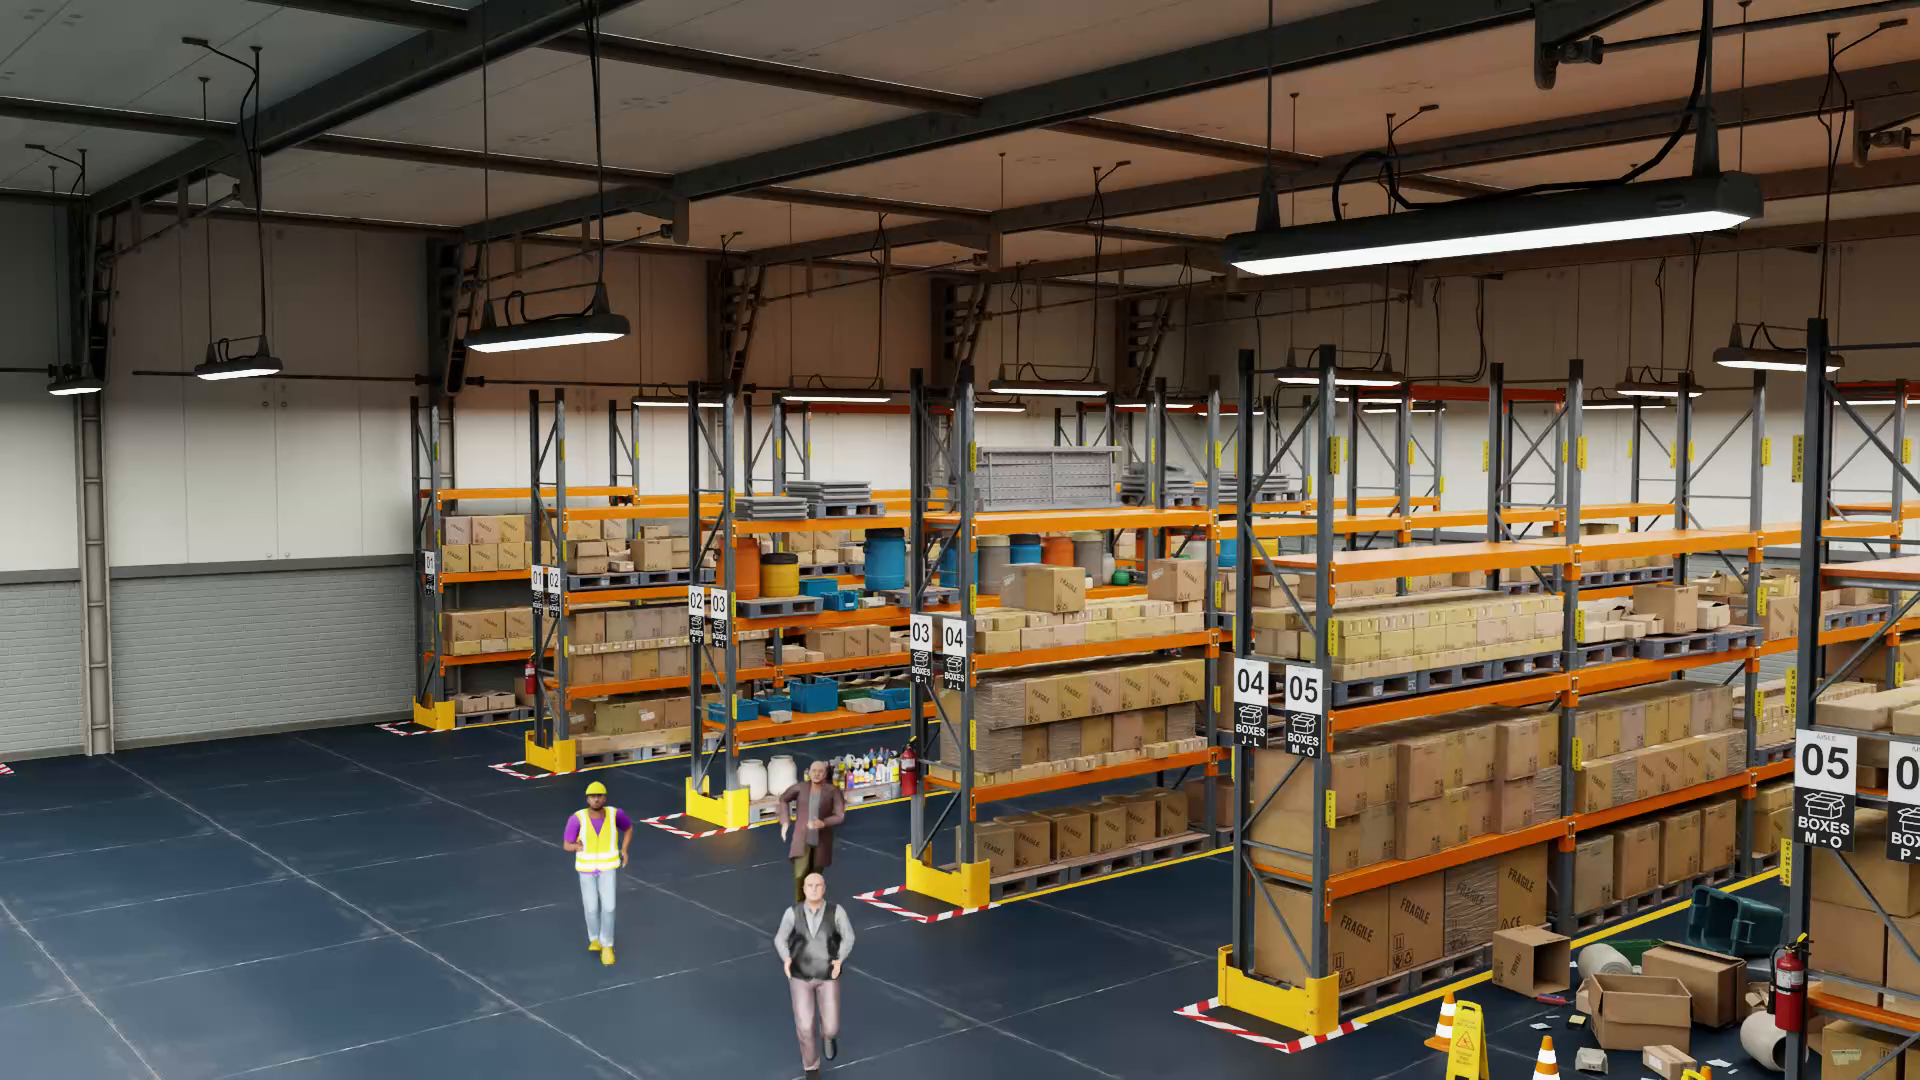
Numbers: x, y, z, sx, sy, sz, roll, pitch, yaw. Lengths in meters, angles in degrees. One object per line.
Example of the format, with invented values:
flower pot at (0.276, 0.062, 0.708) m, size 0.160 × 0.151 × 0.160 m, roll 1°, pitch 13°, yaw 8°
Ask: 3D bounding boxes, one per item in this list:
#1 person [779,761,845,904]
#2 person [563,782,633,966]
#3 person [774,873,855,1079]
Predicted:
person at (-1.582, 3.241, 17.844) m, size 0.700 × 1.743 × 0.635 m, roll 0°, pitch 3°, yaw -8°
person at (-3.600, 3.310, 16.545) m, size 0.673 × 1.812 × 0.706 m, roll -1°, pitch 3°, yaw -9°
person at (-1.180, 3.531, 13.481) m, size 0.657 × 1.669 × 0.612 m, roll 0°, pitch 3°, yaw -3°
